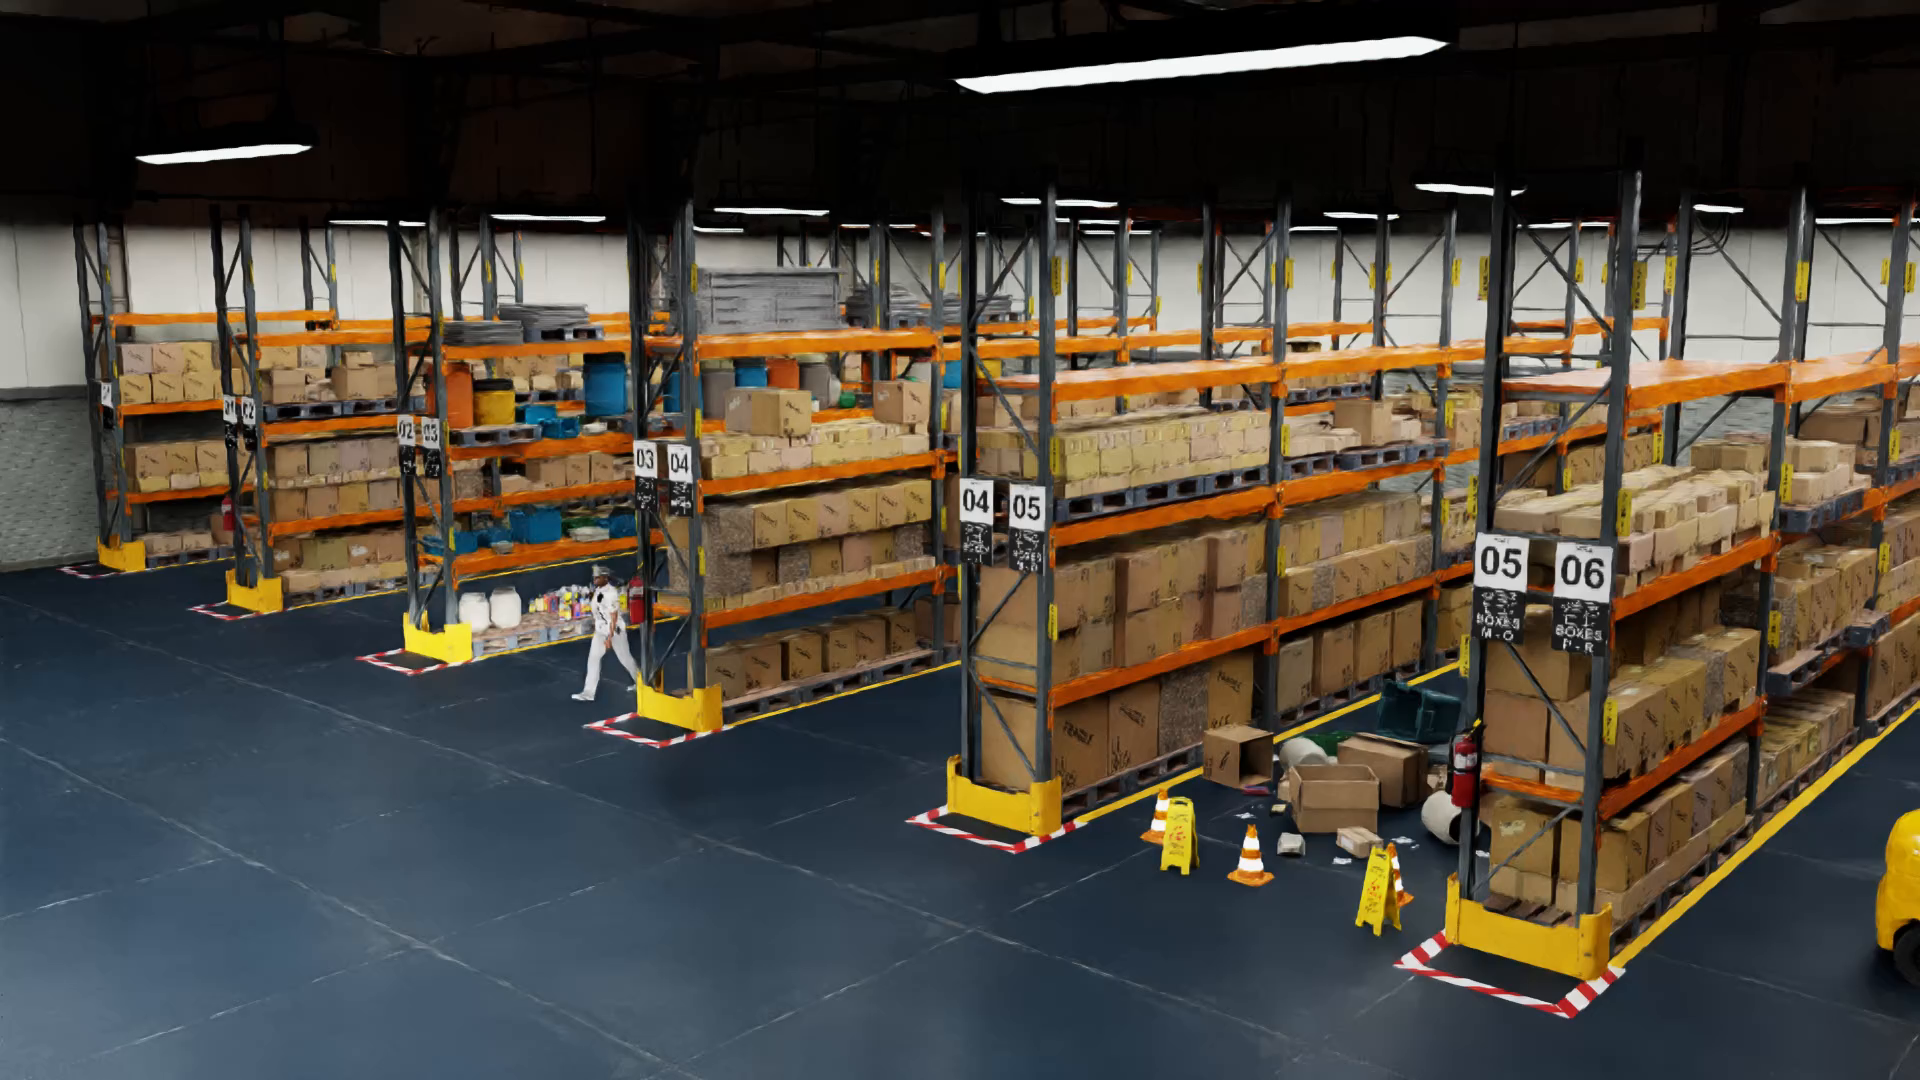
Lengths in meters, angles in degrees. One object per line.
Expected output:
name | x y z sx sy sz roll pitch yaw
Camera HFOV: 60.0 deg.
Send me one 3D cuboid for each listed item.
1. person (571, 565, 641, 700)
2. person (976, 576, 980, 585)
person | -4.185 1.084 19.833 0.461 1.620 0.998 9 13 43
person | 0.465 -0.058 25.323 0.417 1.501 1.035 9 13 43
